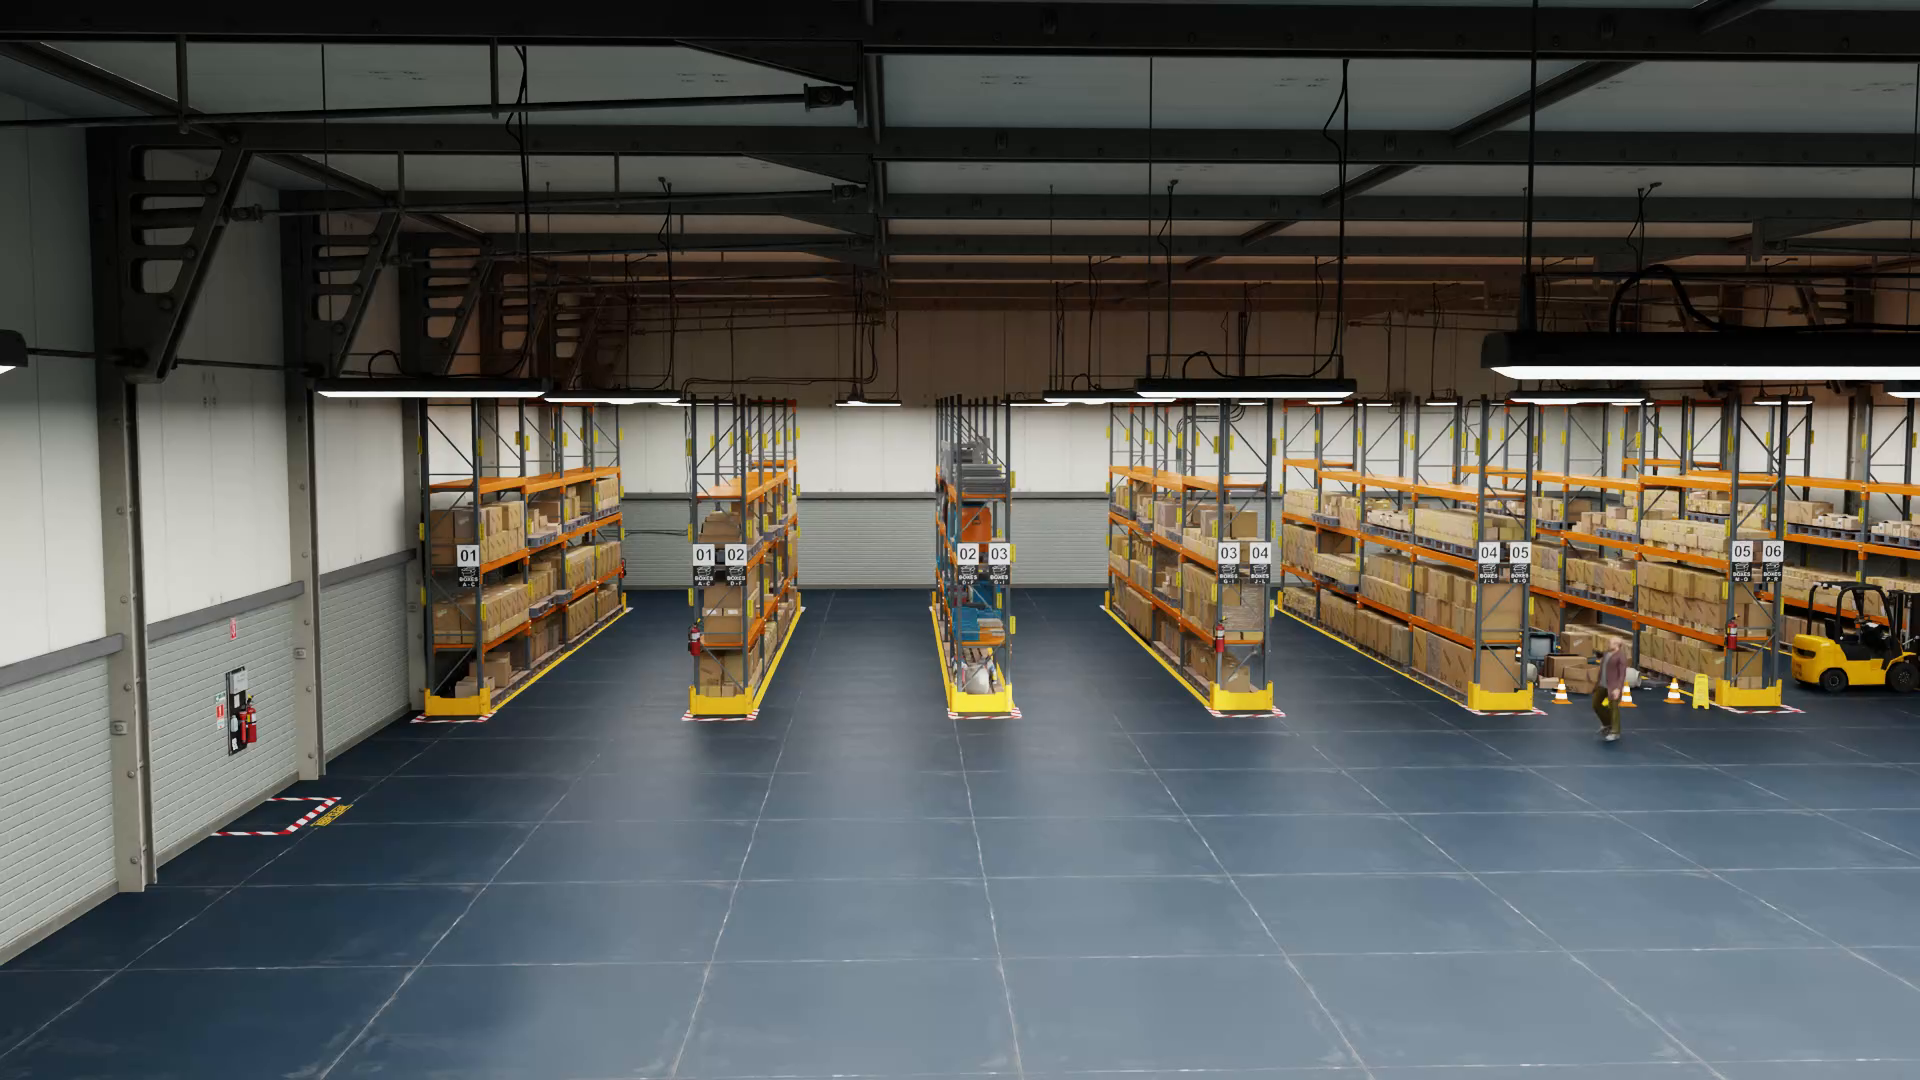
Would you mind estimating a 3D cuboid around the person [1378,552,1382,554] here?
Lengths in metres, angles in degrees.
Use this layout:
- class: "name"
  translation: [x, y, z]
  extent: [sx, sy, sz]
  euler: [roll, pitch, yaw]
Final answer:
- class: "person"
  translation: [11.905, 1.181, 47.202]
  extent: [0.428, 1.674, 0.476]
  euler: [0, 5, -5]

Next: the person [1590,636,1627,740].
- class: "person"
  translation: [11.311, 2.532, 28.917]
  extent: [0.517, 1.745, 0.656]
  euler: [-2, 5, -26]

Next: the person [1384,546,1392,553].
- class: "person"
  translation: [12.712, 0.956, 49.354]
  extent: [0.826, 1.723, 0.565]
  euler: [-1, 5, -11]

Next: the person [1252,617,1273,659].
- class: "person"
  translation: [6.921, 1.899, 38.239]
  extent: [0.557, 1.621, 1.001]
  euler: [0, 4, 1]
